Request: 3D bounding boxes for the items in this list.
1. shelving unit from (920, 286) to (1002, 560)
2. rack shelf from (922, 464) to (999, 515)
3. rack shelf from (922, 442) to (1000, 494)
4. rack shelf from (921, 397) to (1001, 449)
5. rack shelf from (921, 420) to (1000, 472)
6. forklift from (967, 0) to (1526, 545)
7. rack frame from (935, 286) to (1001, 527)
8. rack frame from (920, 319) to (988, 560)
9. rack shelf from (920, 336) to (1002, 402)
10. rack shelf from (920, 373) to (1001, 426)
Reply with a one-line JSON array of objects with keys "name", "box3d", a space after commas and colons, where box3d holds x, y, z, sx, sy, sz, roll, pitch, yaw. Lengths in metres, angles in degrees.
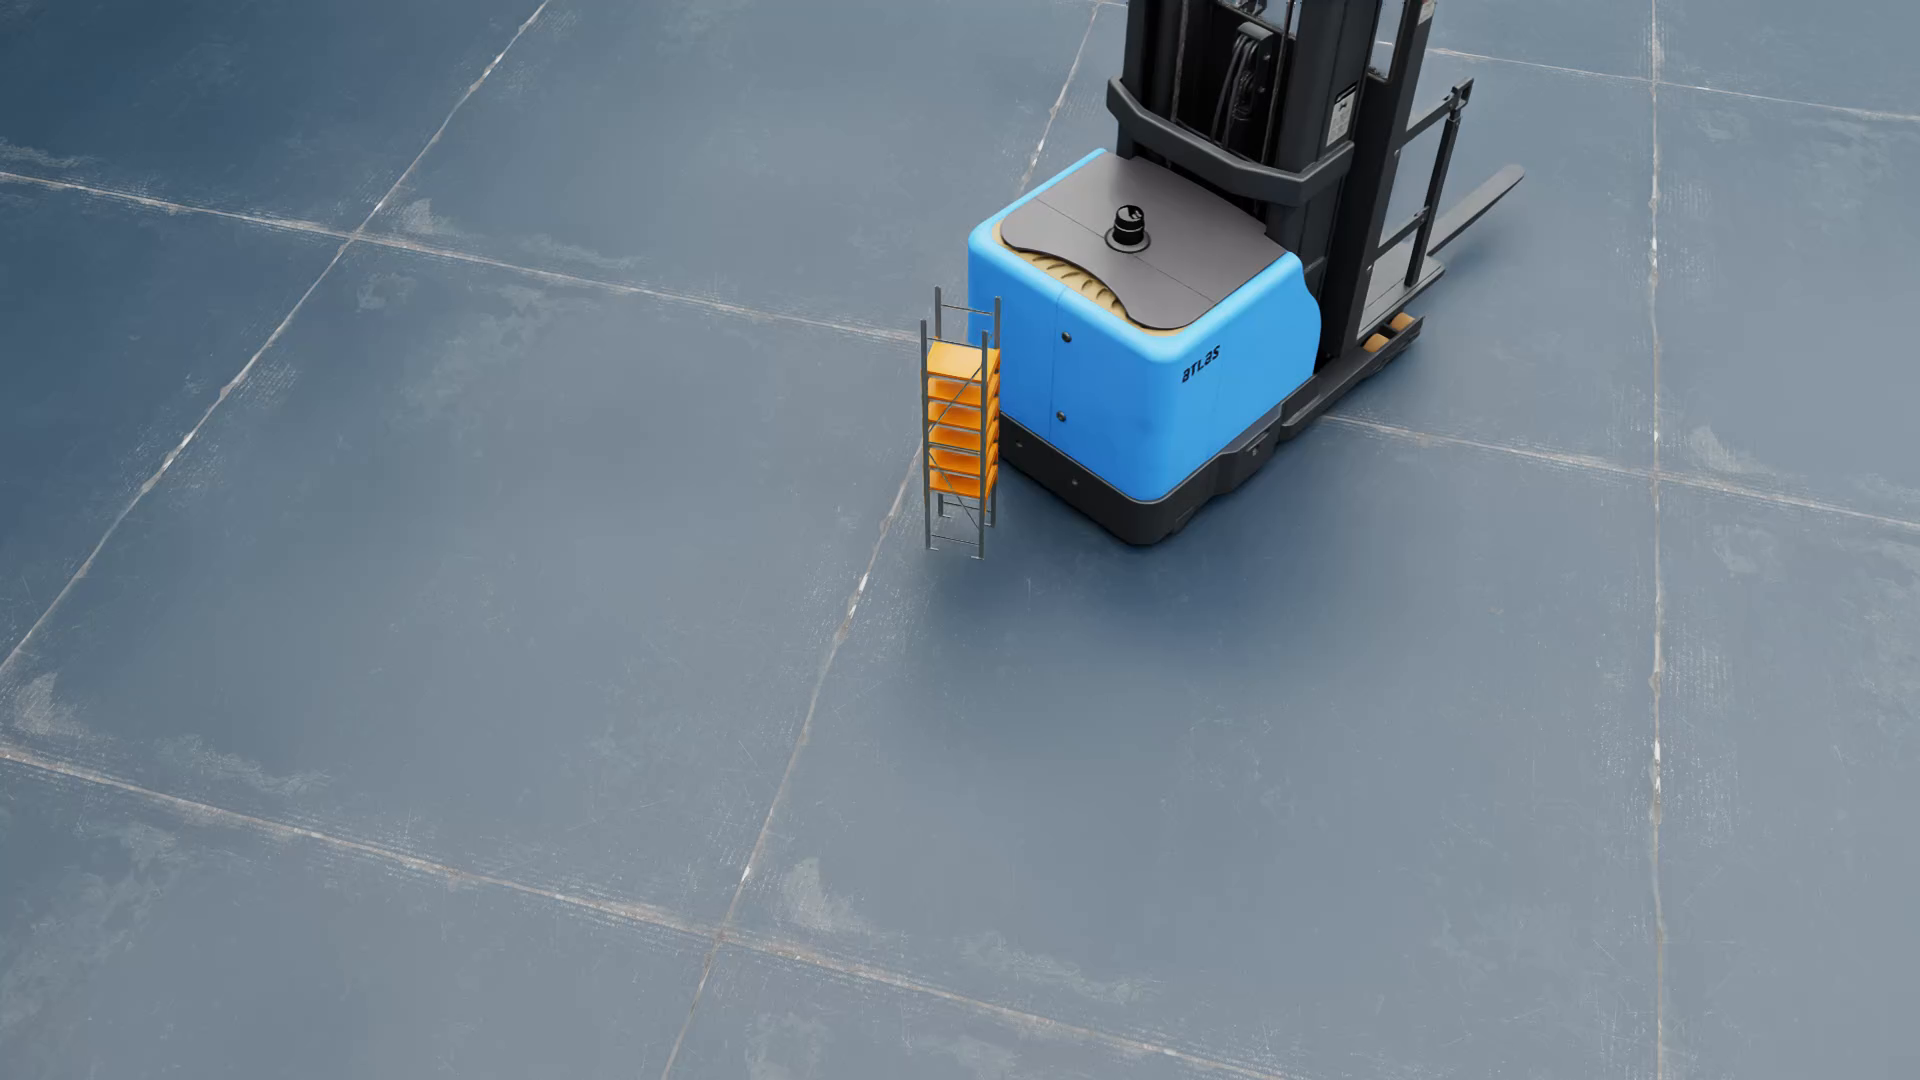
[{"name": "shelving unit", "box3d": [0.004, -0.407, 6.228, 0.258, 1.200, 0.189, 12, 50, 10]}, {"name": "rack shelf", "box3d": [0.004, -0.219, 6.442, 0.258, 0.103, 0.180, 12, 50, 10]}, {"name": "rack shelf", "box3d": [0.004, -0.299, 6.352, 0.258, 0.103, 0.180, 12, 50, 10]}, {"name": "rack shelf", "box3d": [0.004, -0.458, 6.172, 0.258, 0.103, 0.180, 12, 50, 10]}, {"name": "rack shelf", "box3d": [0.004, -0.378, 6.262, 0.258, 0.103, 0.180, 12, 50, 10]}, {"name": "forklift", "box3d": [1.404, -1.955, 6.439, 1.130, 2.935, 3.031, 36, 58, 28]}, {"name": "rack frame", "box3d": [0.028, -0.474, 6.287, 0.240, 1.200, 0.006, 12, 50, 10]}, {"name": "rack frame", "box3d": [-0.020, -0.341, 6.170, 0.240, 1.200, 0.006, 12, 50, 10]}, {"name": "rack shelf", "box3d": [0.004, -0.616, 5.992, 0.258, 0.103, 0.180, 12, 50, 10]}, {"name": "rack shelf", "box3d": [0.004, -0.537, 6.082, 0.258, 0.103, 0.180, 12, 50, 10]}]
